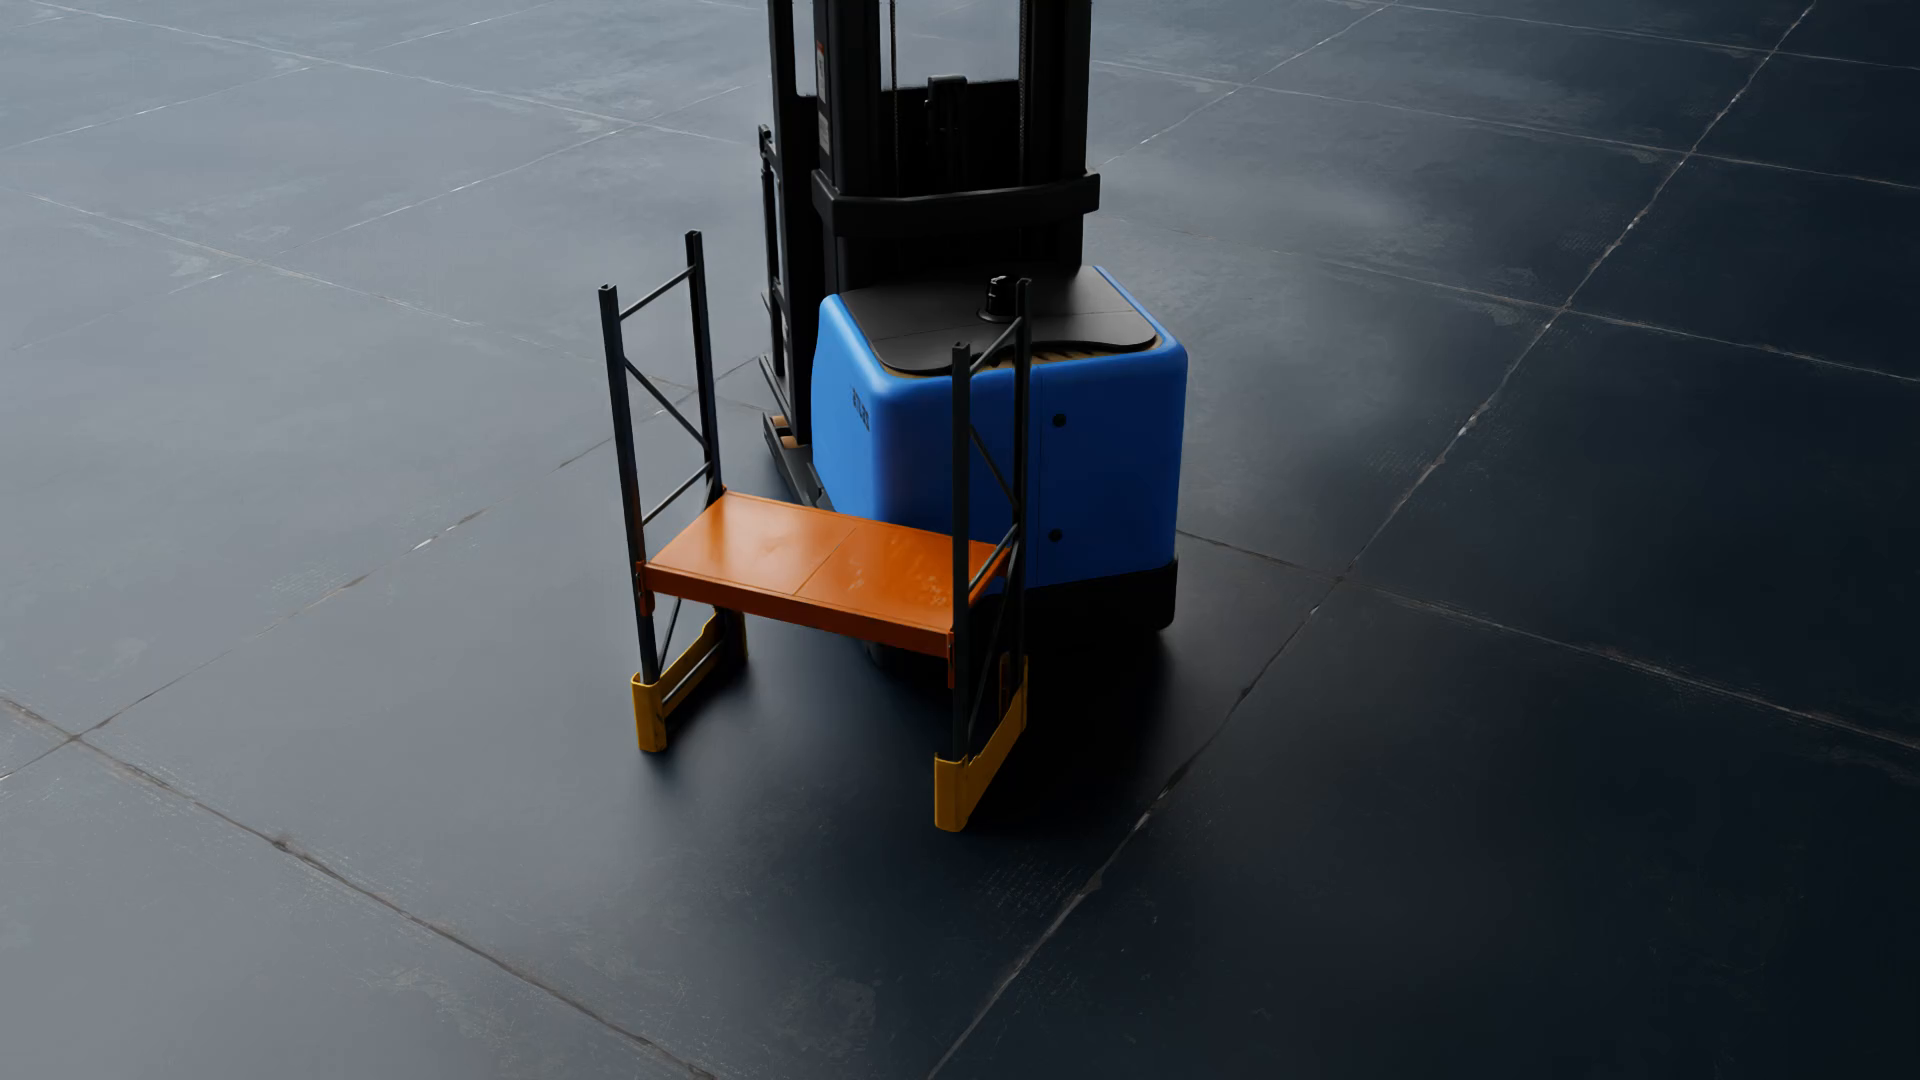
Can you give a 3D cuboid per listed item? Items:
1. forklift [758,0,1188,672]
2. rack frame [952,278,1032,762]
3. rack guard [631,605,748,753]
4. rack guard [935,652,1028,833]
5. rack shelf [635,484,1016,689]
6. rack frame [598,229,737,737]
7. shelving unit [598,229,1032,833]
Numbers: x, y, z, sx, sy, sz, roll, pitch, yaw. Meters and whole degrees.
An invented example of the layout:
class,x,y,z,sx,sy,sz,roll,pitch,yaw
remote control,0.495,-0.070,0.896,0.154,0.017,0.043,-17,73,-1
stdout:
class,x,y,z,sx,sy,sz,roll,pitch,yaw
forklift,-0.176,-1.569,6.030,1.130,2.935,3.031,-8,31,-14
rack frame,0.087,0.060,4.659,0.032,1.500,0.500,12,32,19
rack guard,-0.854,0.408,5.303,0.087,0.250,0.587,12,32,19
rack guard,0.070,0.596,4.980,0.087,0.250,0.587,12,32,19
rack shelf,-0.384,0.119,4.915,1.000,0.185,0.538,12,32,19
rack frame,-0.855,-0.133,4.989,0.032,1.500,0.500,12,32,19
shelving unit,-0.392,-0.038,4.827,1.083,1.500,0.587,12,32,19
